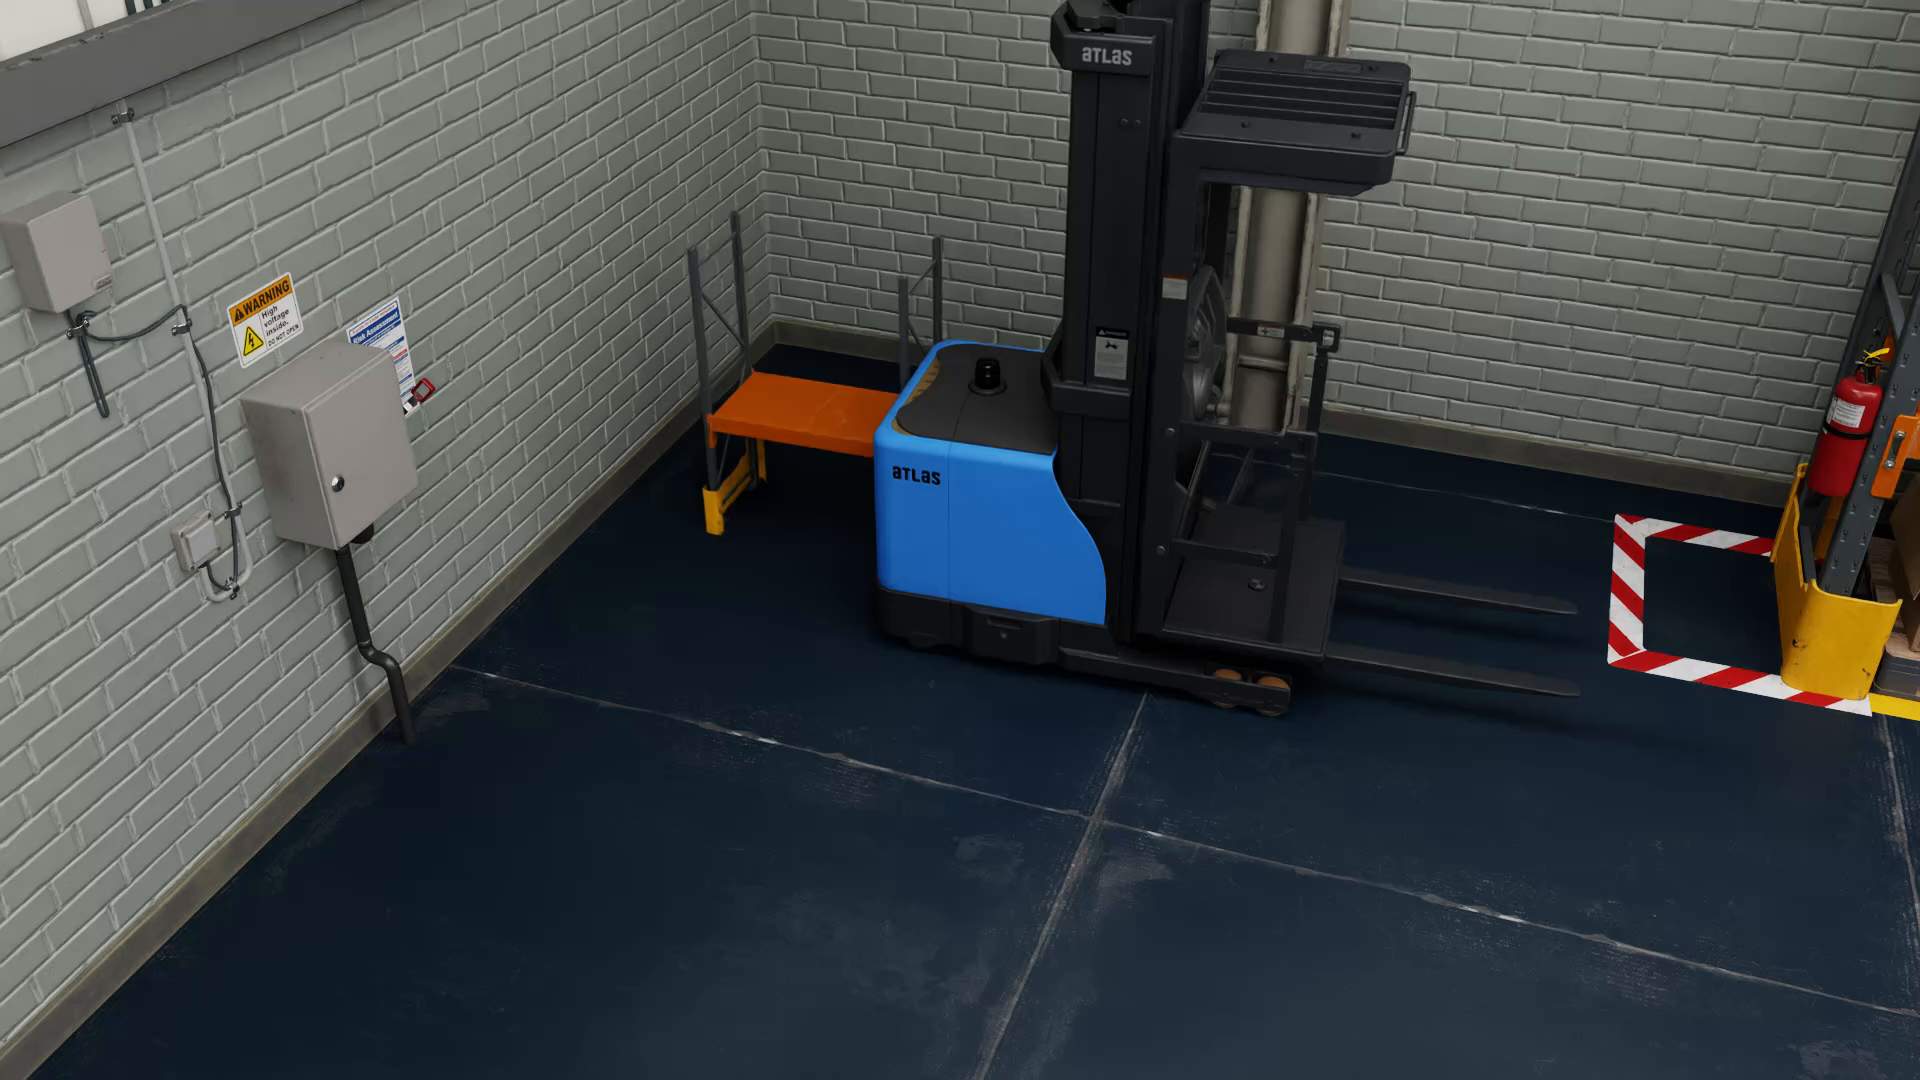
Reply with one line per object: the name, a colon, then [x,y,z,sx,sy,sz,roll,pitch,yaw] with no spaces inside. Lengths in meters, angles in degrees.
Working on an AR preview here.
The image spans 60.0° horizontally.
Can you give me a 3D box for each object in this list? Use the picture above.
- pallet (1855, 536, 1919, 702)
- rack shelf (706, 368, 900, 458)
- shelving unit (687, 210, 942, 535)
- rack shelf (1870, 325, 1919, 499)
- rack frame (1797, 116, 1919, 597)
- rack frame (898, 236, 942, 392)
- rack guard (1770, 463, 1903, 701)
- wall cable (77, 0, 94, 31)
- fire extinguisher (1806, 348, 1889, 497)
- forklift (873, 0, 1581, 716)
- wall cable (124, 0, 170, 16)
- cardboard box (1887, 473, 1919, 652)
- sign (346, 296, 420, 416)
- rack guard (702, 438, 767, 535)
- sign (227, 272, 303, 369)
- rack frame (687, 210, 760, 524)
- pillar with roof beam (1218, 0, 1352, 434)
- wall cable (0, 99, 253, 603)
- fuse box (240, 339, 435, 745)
pallet: [4.698,0.431,7.388,1.213,0.211,1.003,11,34,16]
rack shelf: [-0.660,-0.572,8.085,1.000,0.185,0.538,10,34,15]
shelving unit: [-0.669,-0.725,7.990,1.083,1.500,0.587,10,34,15]
rack shelf: [5.758,-0.232,6.507,4.000,0.370,1.077,11,34,16]
rack frame: [3.875,-0.900,6.879,0.127,3.000,1.000,11,34,16]
rack frame: [-0.178,-0.636,7.853,0.032,1.500,0.500,10,34,15]
rack guard: [3.947,0.164,7.535,0.348,0.500,1.175,11,34,16]
wall cable: [-2.989,-2.166,3.308,0.029,3.000,2.355,11,34,16]
fire extinguisher: [3.581,-0.502,6.677,0.183,0.674,0.296,11,34,16]
forklift: [1.193,-0.804,6.793,3.031,2.935,1.130,9,34,13]
wall cable: [-2.014,-3.597,5.491,0.133,3.039,2.988,11,34,16]
cardboard box: [4.419,0.133,7.194,0.637,0.503,0.797,10,34,15]
sign: [-2.294,-0.681,6.627,0.001,0.494,0.329,11,34,16]
rack guard: [-1.141,-0.285,8.461,0.087,0.250,0.587,10,34,15]
sign: [-2.479,-0.787,5.943,0.001,0.242,0.339,11,34,16]
rack frame: [-1.143,-0.810,8.122,0.032,1.500,0.500,10,34,15]
pillar with roof beam: [0.189,-2.176,3.324,0.400,9.000,9.100,11,34,16]
wall cable: [-2.644,-0.538,5.381,0.122,1.984,0.588,11,34,16]
fuse box: [-2.266,0.111,6.501,0.414,1.711,0.539,11,34,16]
